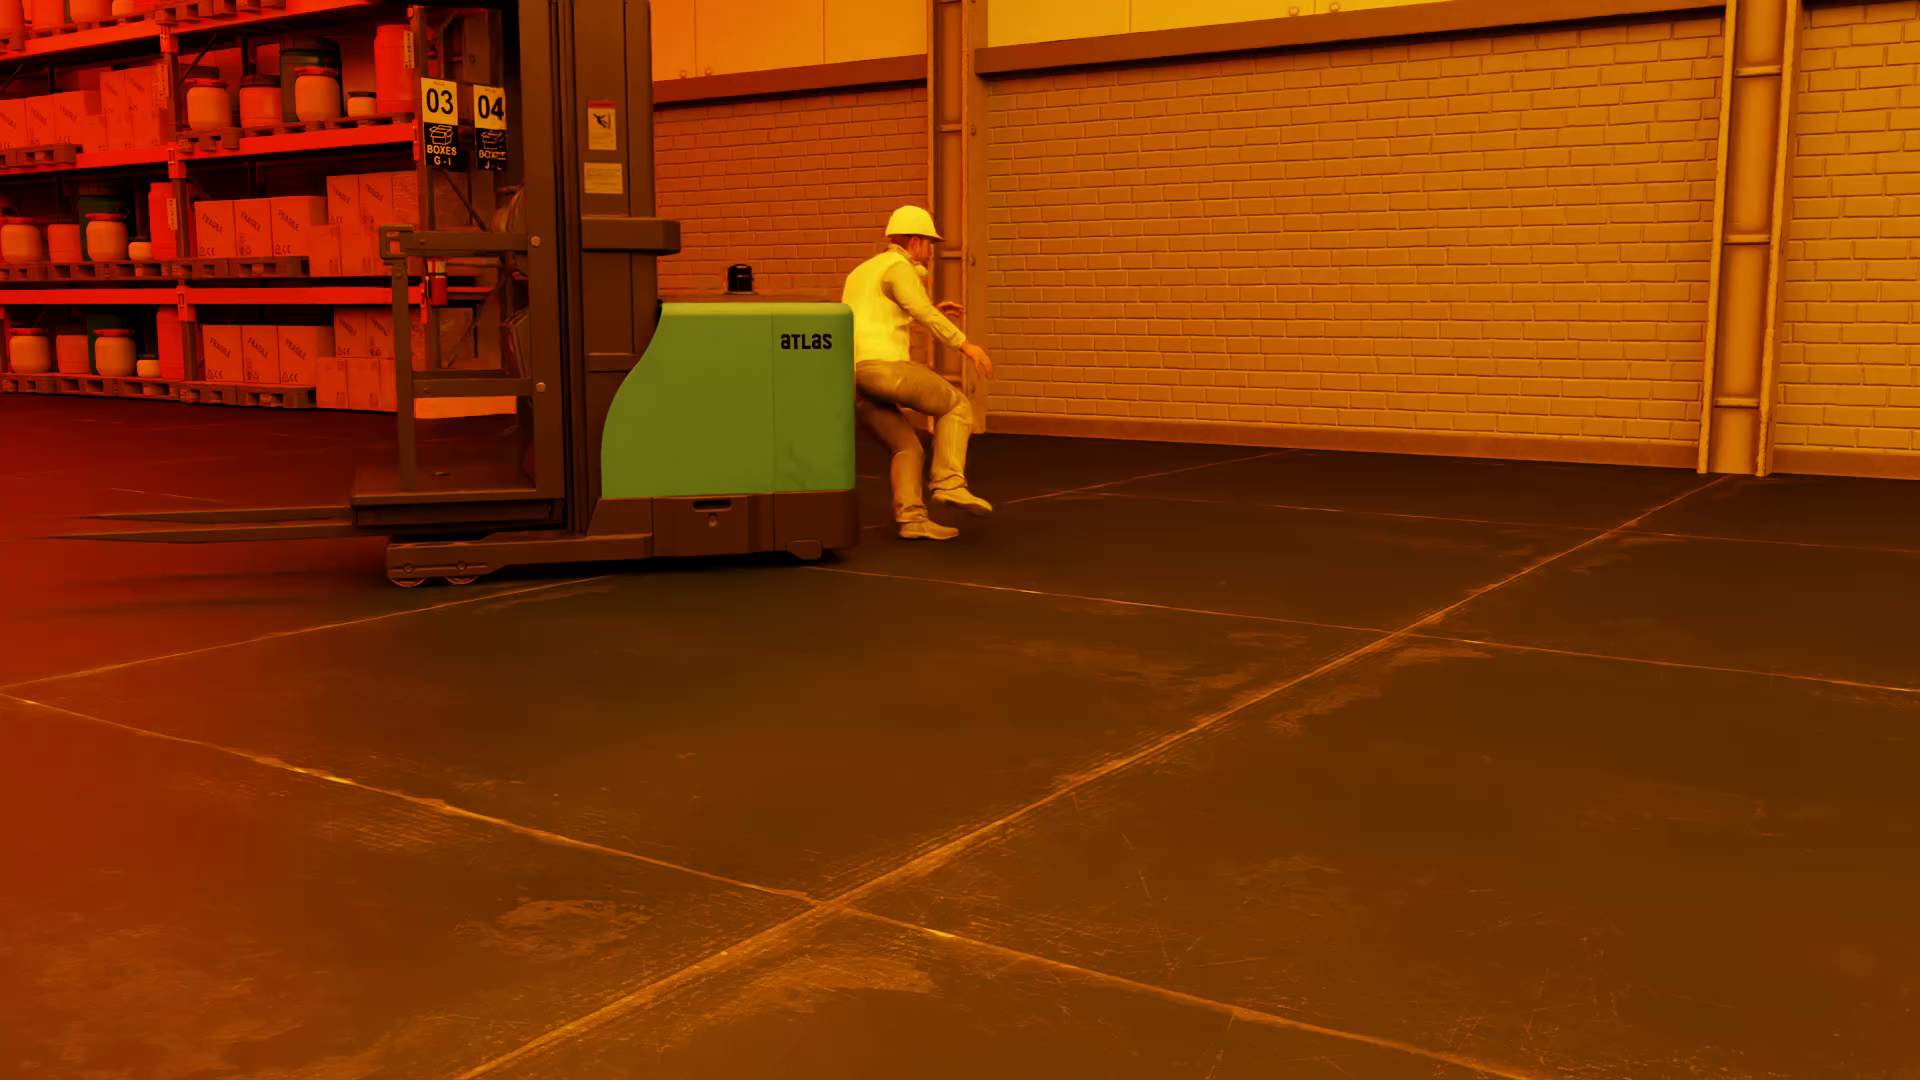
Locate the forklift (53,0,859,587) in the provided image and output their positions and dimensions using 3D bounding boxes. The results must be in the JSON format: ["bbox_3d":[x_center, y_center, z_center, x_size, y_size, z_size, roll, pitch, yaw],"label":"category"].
[{"bbox_3d":[-1.997,-1.354,6.712,3.031,2.935,1.130,-3,9,-18],"label":"forklift"}]

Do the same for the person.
[{"bbox_3d":[-0.198,-0.804,7.888,0.948,1.545,0.883,8,11,44],"label":"person"}]
